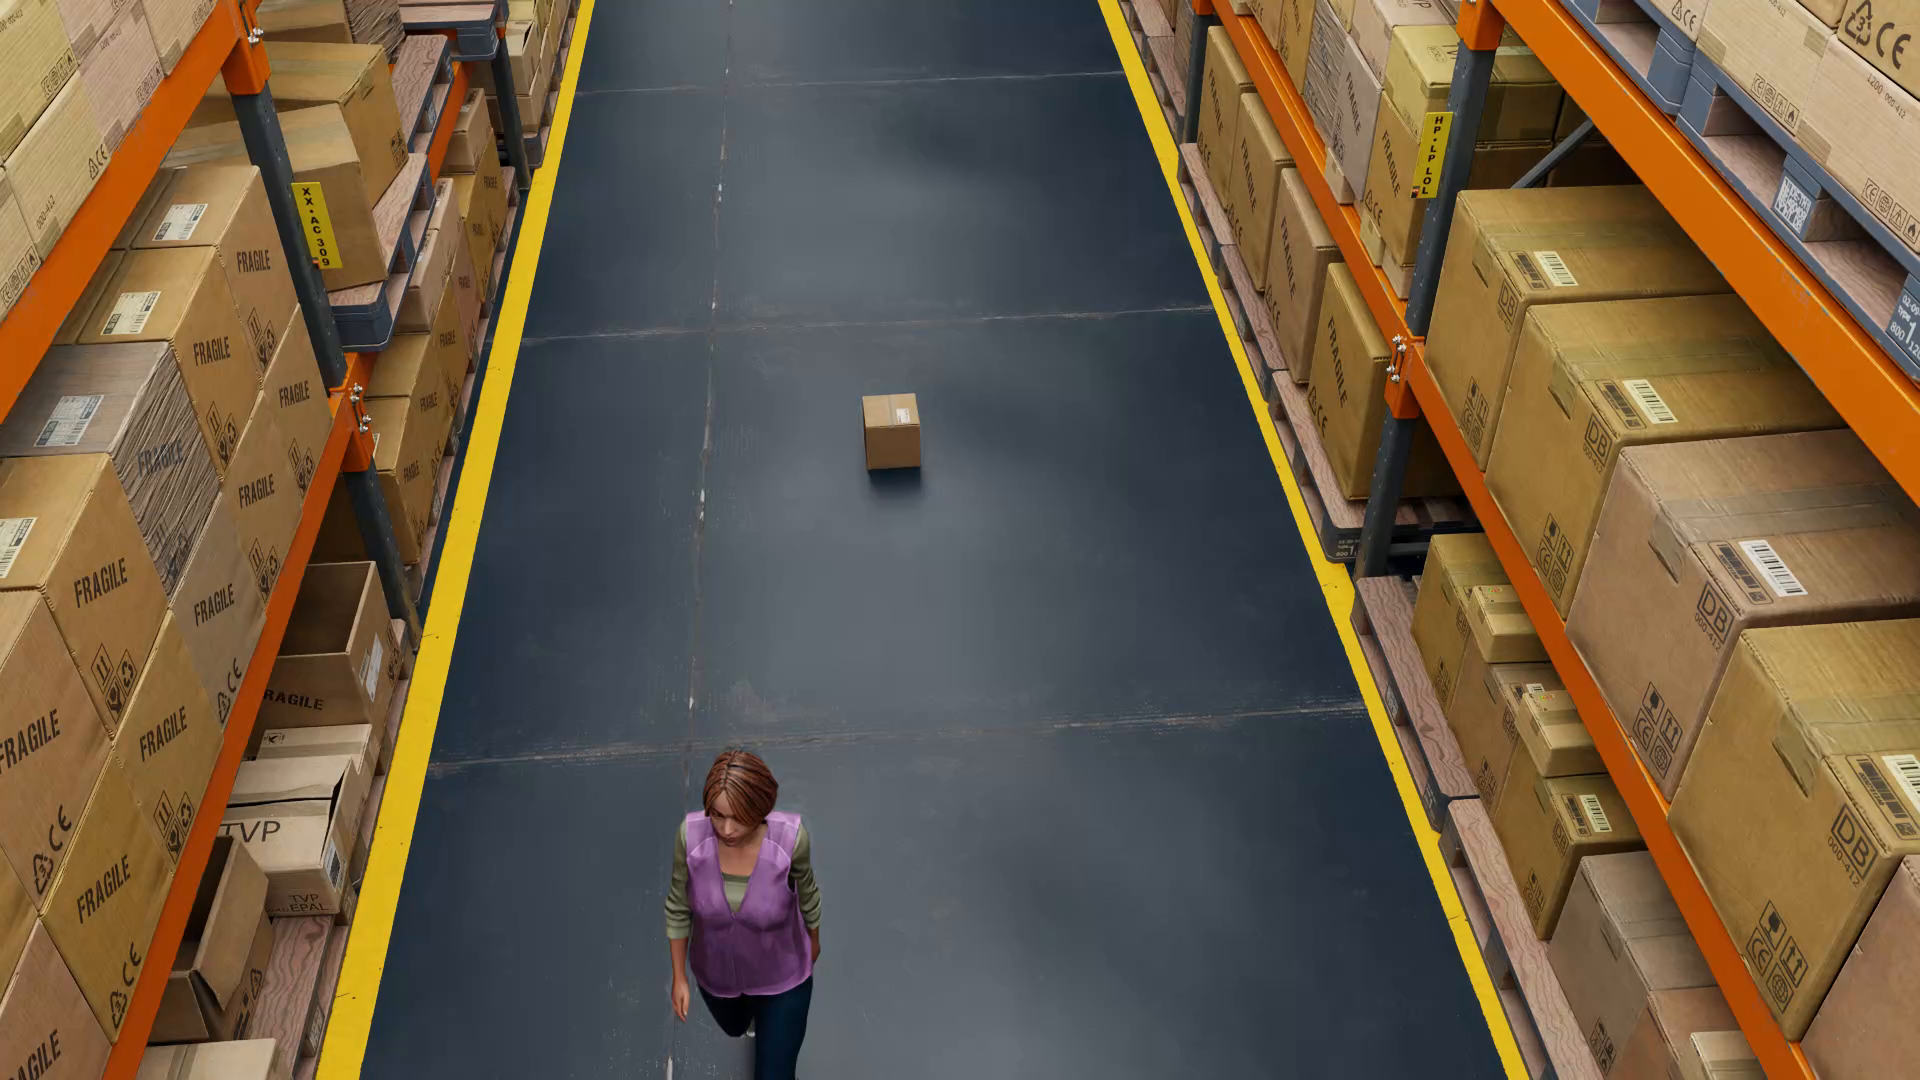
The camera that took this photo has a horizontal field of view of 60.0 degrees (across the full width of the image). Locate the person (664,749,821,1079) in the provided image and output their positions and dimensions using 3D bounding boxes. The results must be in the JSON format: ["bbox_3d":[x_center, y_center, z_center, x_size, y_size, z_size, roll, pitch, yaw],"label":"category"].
[{"bbox_3d":[-0.603,1.171,4.739,0.418,1.554,0.859,4,40,5],"label":"person"}]
